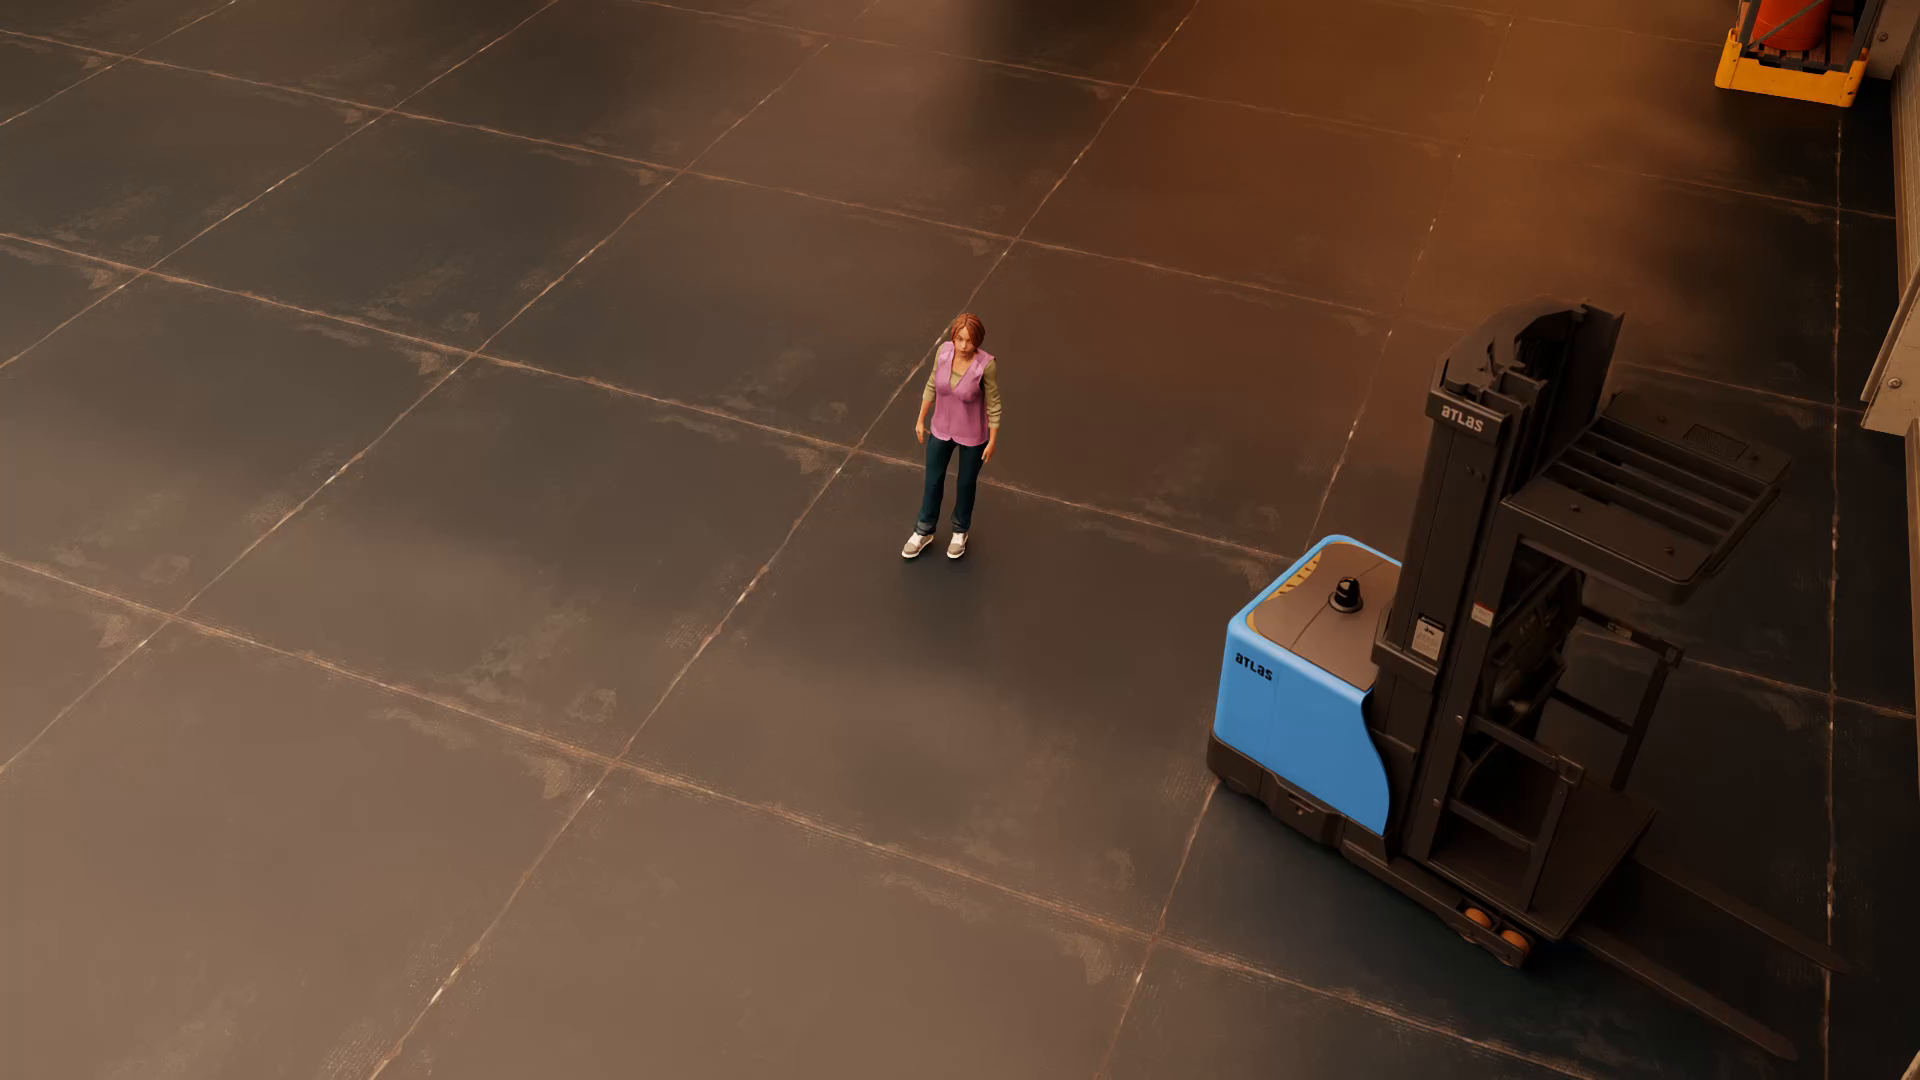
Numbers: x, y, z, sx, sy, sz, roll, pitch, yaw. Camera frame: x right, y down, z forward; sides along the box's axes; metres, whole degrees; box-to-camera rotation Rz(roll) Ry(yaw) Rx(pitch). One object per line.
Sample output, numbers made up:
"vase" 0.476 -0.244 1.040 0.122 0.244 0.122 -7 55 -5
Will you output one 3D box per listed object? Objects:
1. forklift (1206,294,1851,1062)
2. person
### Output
"forklift" 2.732 0.508 7.400 3.031 2.935 1.130 30 48 31
"person" -0.042 -0.577 9.723 0.520 1.599 0.473 15 42 17
